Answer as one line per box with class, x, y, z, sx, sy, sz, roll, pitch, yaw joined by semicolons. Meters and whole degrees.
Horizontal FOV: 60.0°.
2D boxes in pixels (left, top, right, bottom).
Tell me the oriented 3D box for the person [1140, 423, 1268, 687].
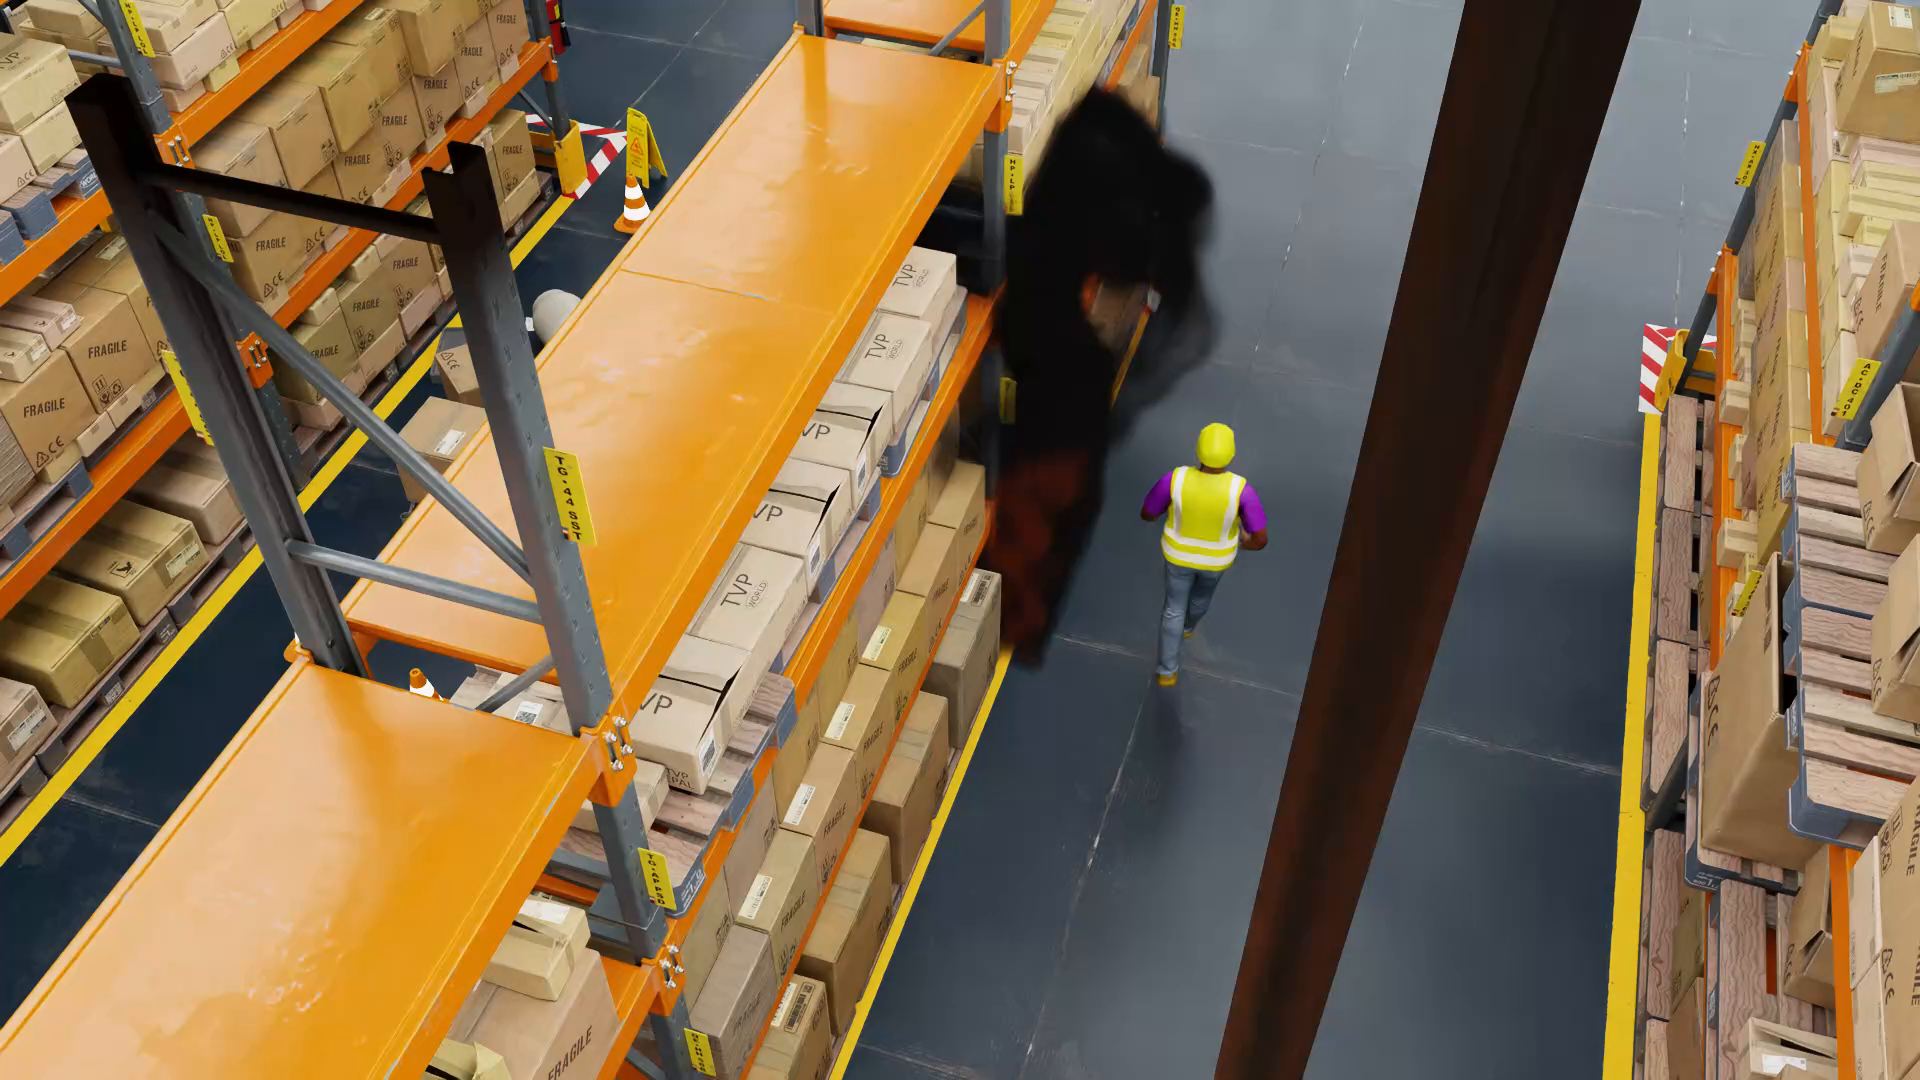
person;1.357;0.085;9.438;0.707;1.808;0.815;8;46;8
